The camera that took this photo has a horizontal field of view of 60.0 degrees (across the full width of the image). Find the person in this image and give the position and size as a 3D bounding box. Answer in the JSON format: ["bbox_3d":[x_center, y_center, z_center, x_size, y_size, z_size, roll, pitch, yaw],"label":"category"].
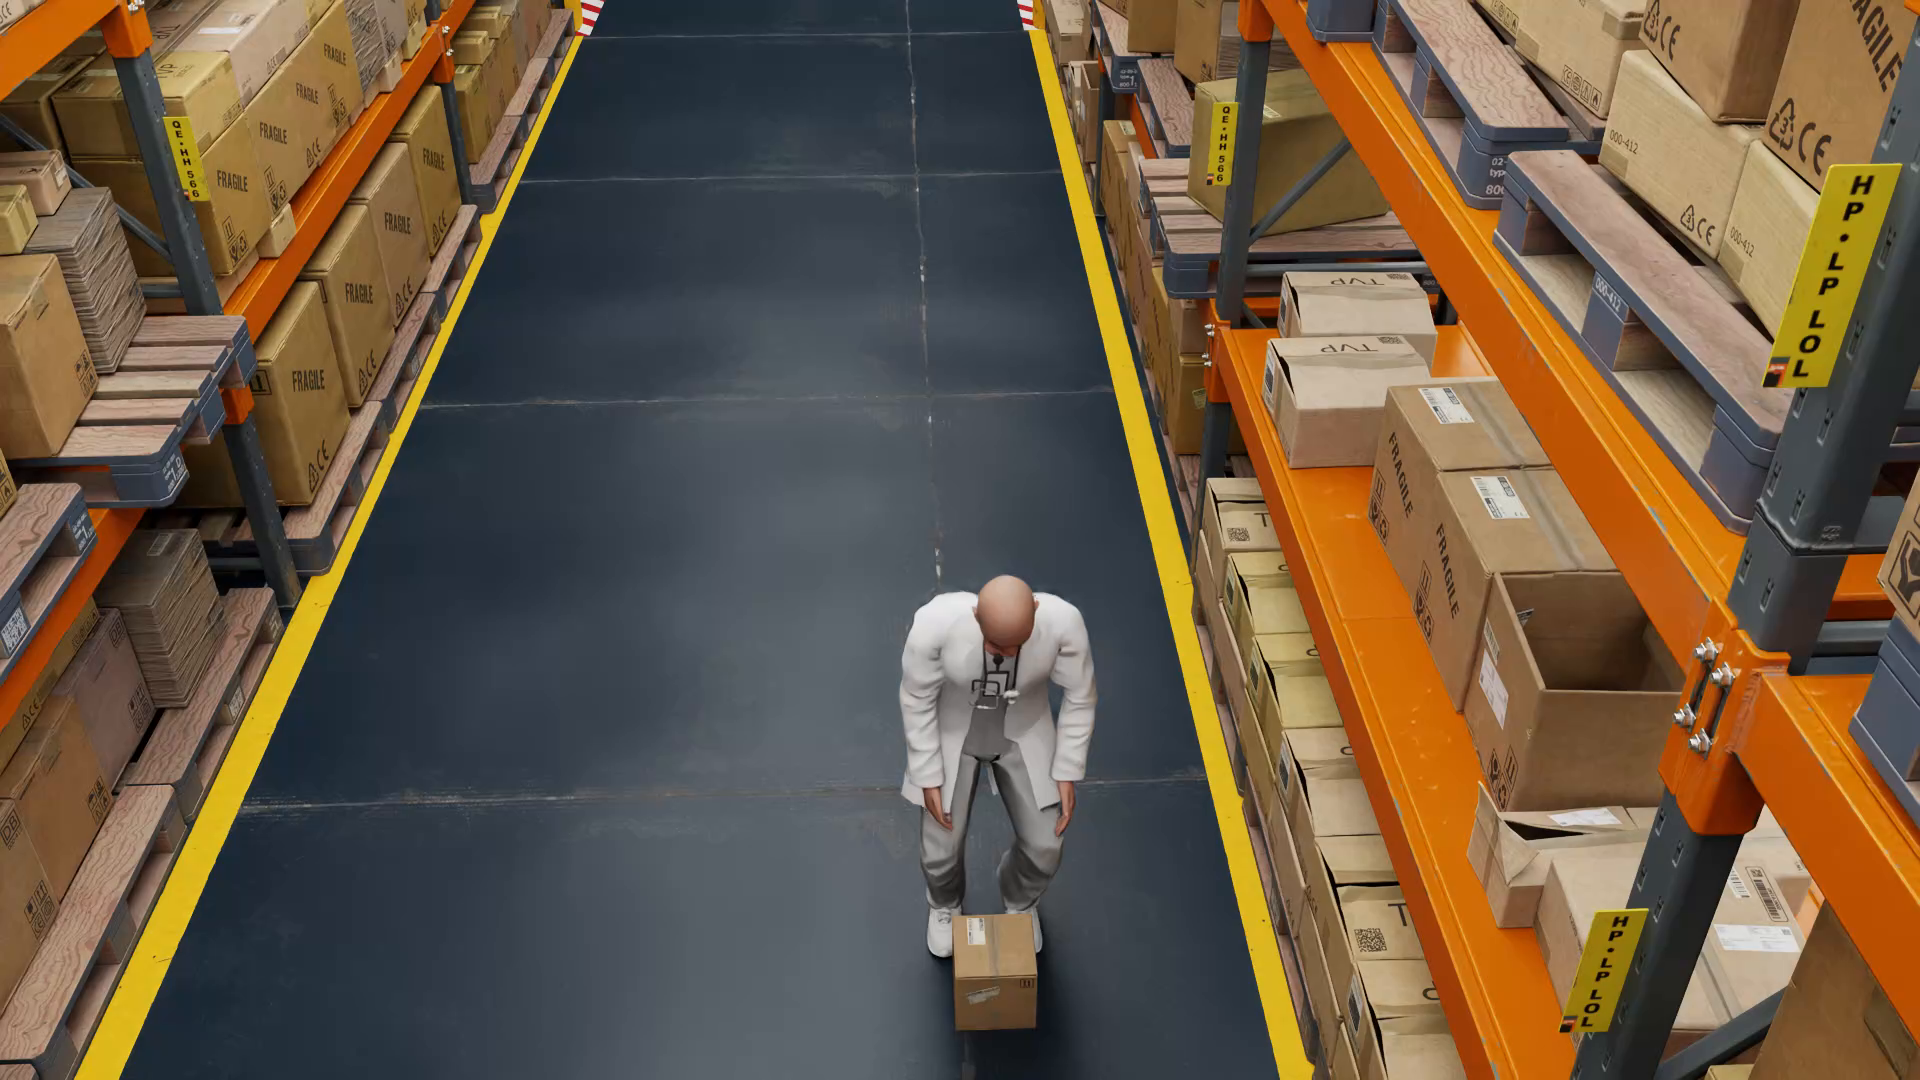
[{"bbox_3d":[0.117,0.676,5.338,0.620,1.612,0.564,-1,35,-2],"label":"person"}]
